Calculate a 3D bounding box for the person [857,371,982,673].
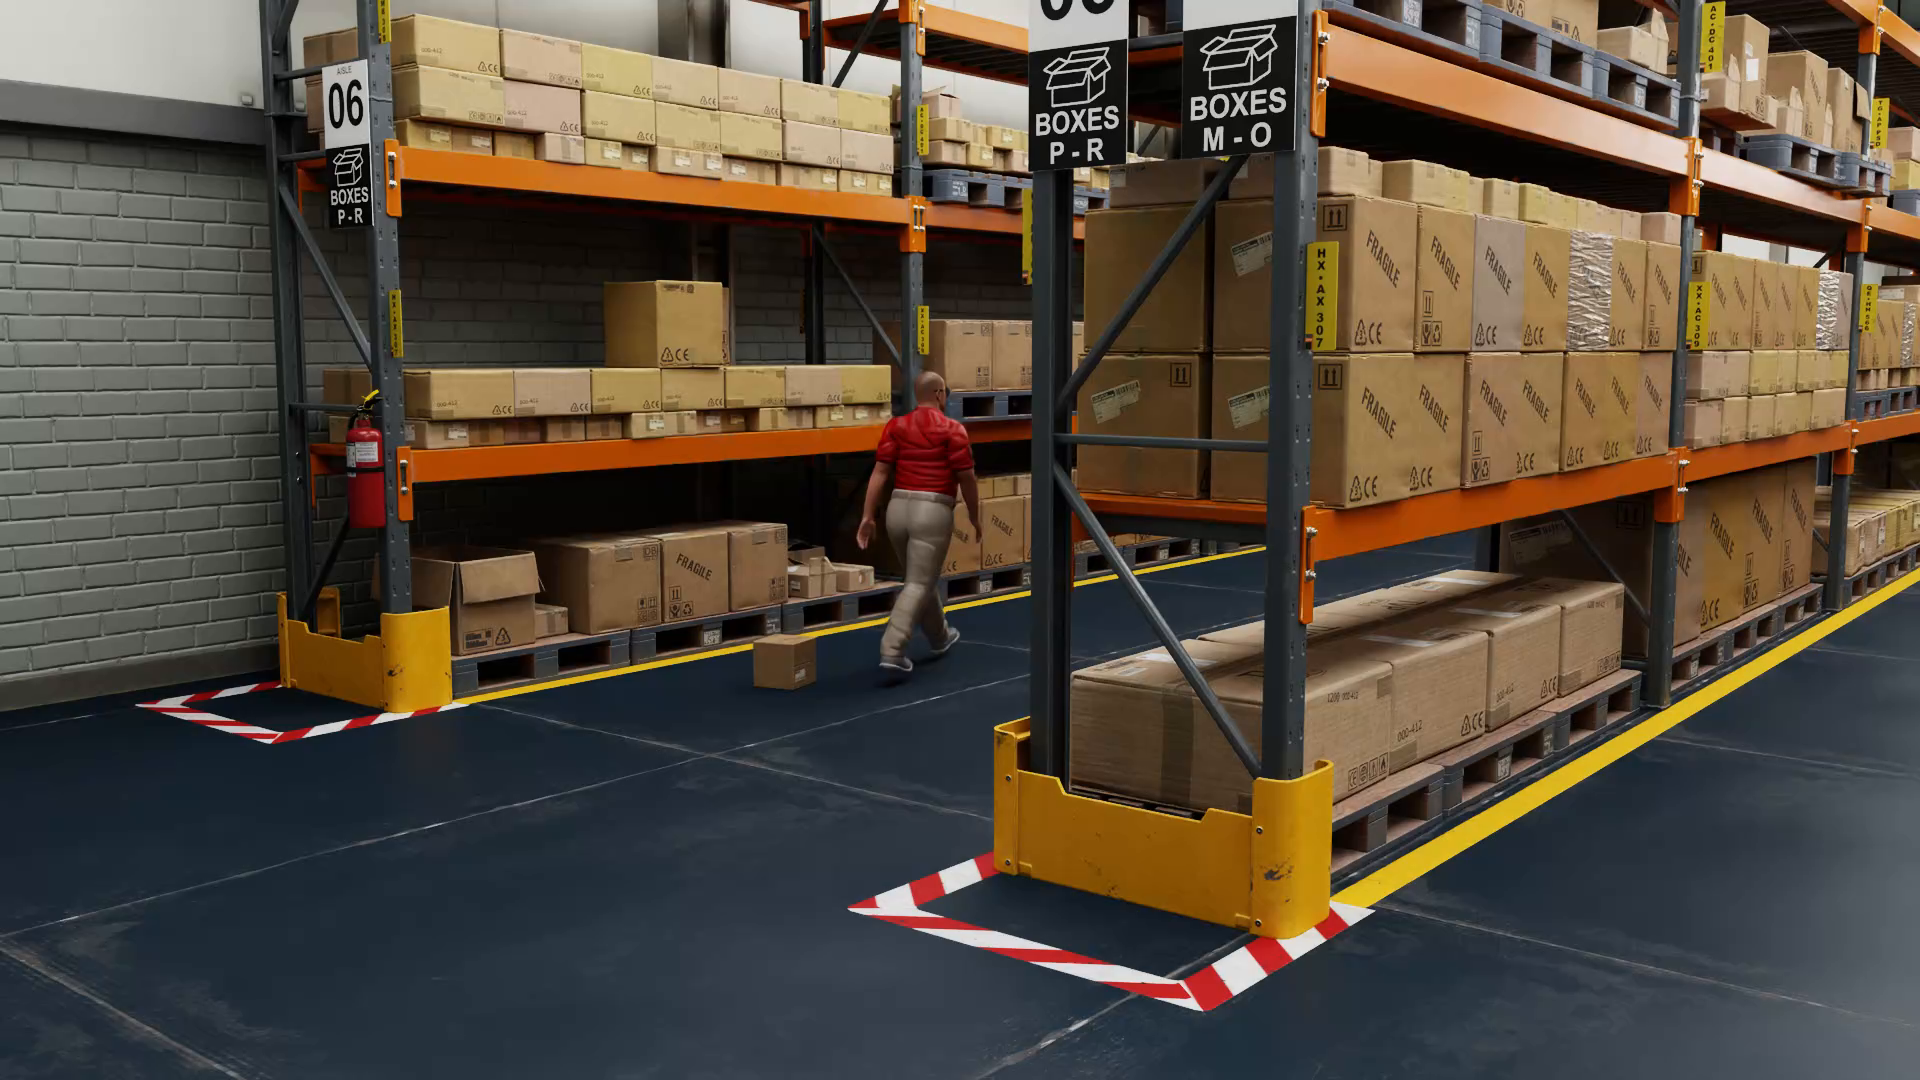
[{"bbox_3d":[-0.187,-0.119,9.354,0.576,1.651,1.113,4,8,33],"label":"person"}]
